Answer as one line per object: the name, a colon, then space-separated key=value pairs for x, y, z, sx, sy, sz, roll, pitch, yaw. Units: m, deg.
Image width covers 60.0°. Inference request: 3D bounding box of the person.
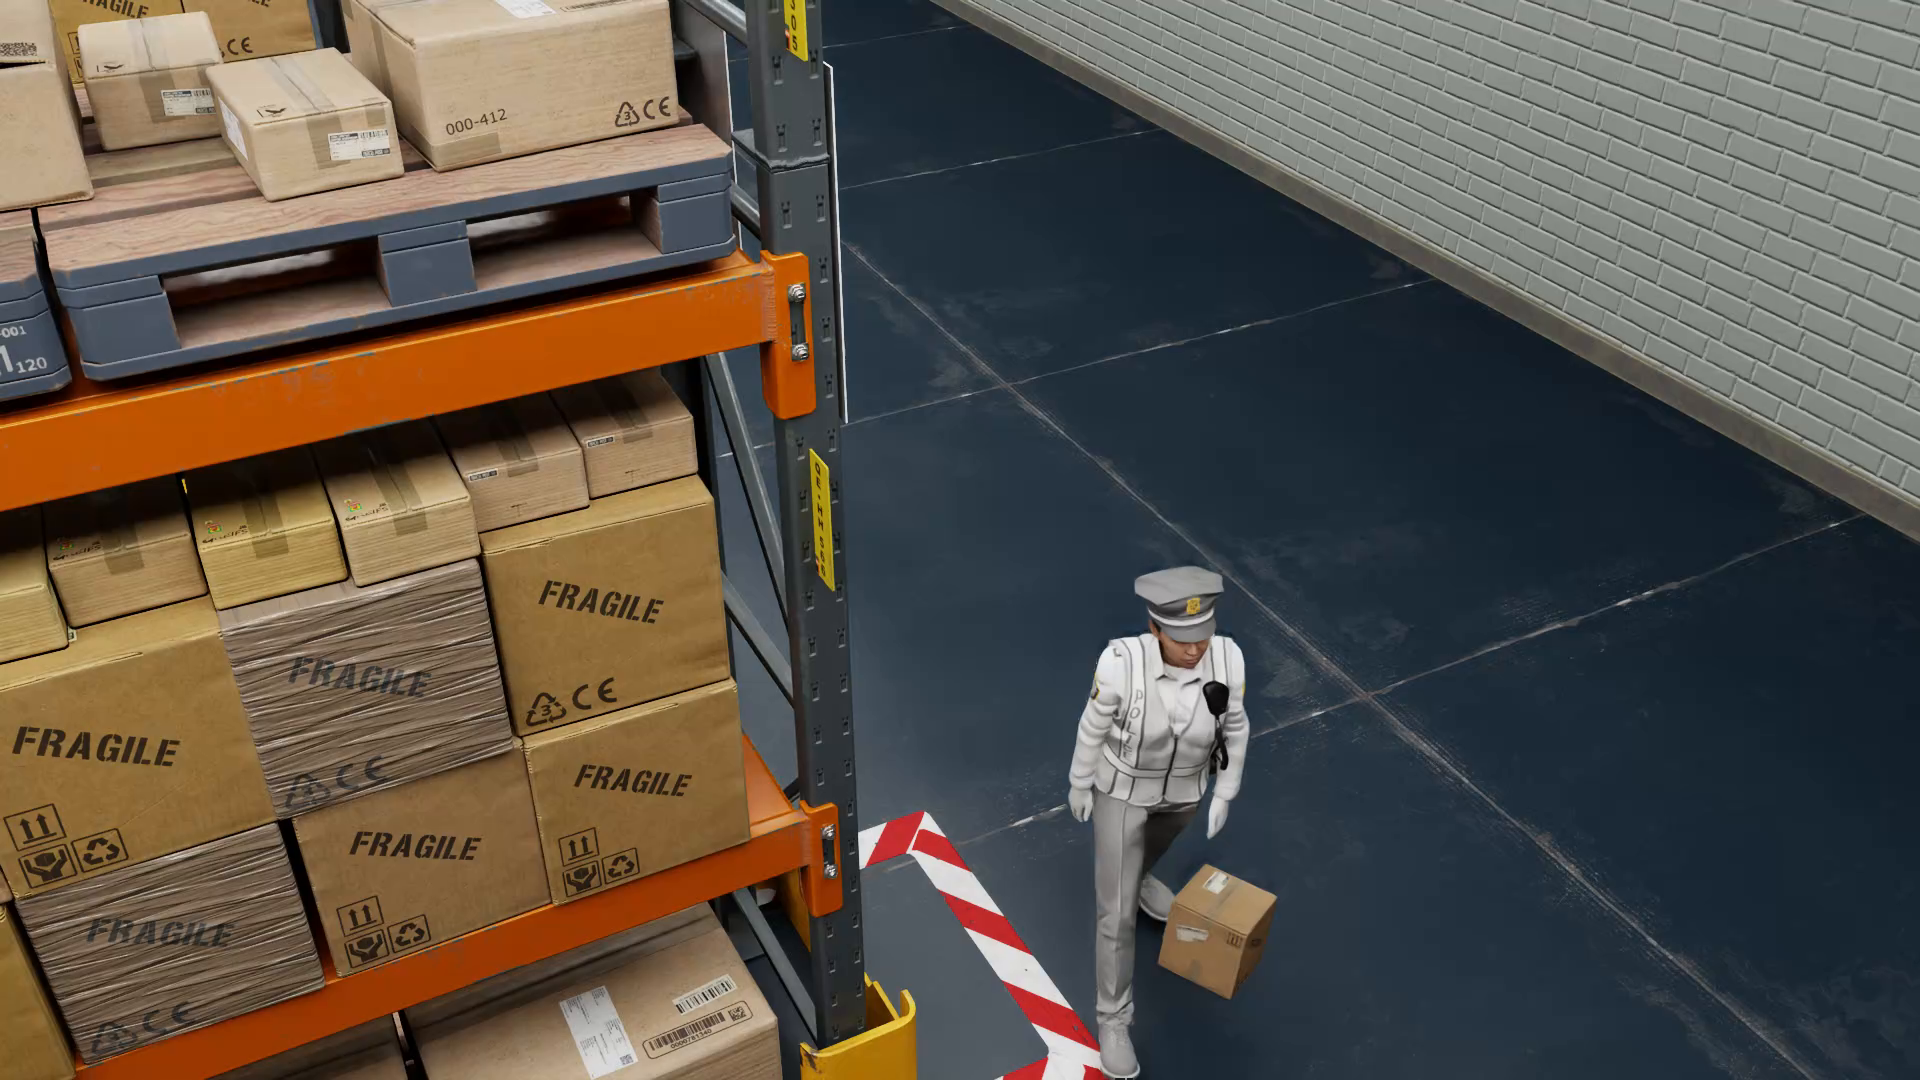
person: x=0.604 y=0.751 z=4.994 sx=0.524 sy=1.624 sz=0.916 roll=-6 pitch=34 yaw=-9
